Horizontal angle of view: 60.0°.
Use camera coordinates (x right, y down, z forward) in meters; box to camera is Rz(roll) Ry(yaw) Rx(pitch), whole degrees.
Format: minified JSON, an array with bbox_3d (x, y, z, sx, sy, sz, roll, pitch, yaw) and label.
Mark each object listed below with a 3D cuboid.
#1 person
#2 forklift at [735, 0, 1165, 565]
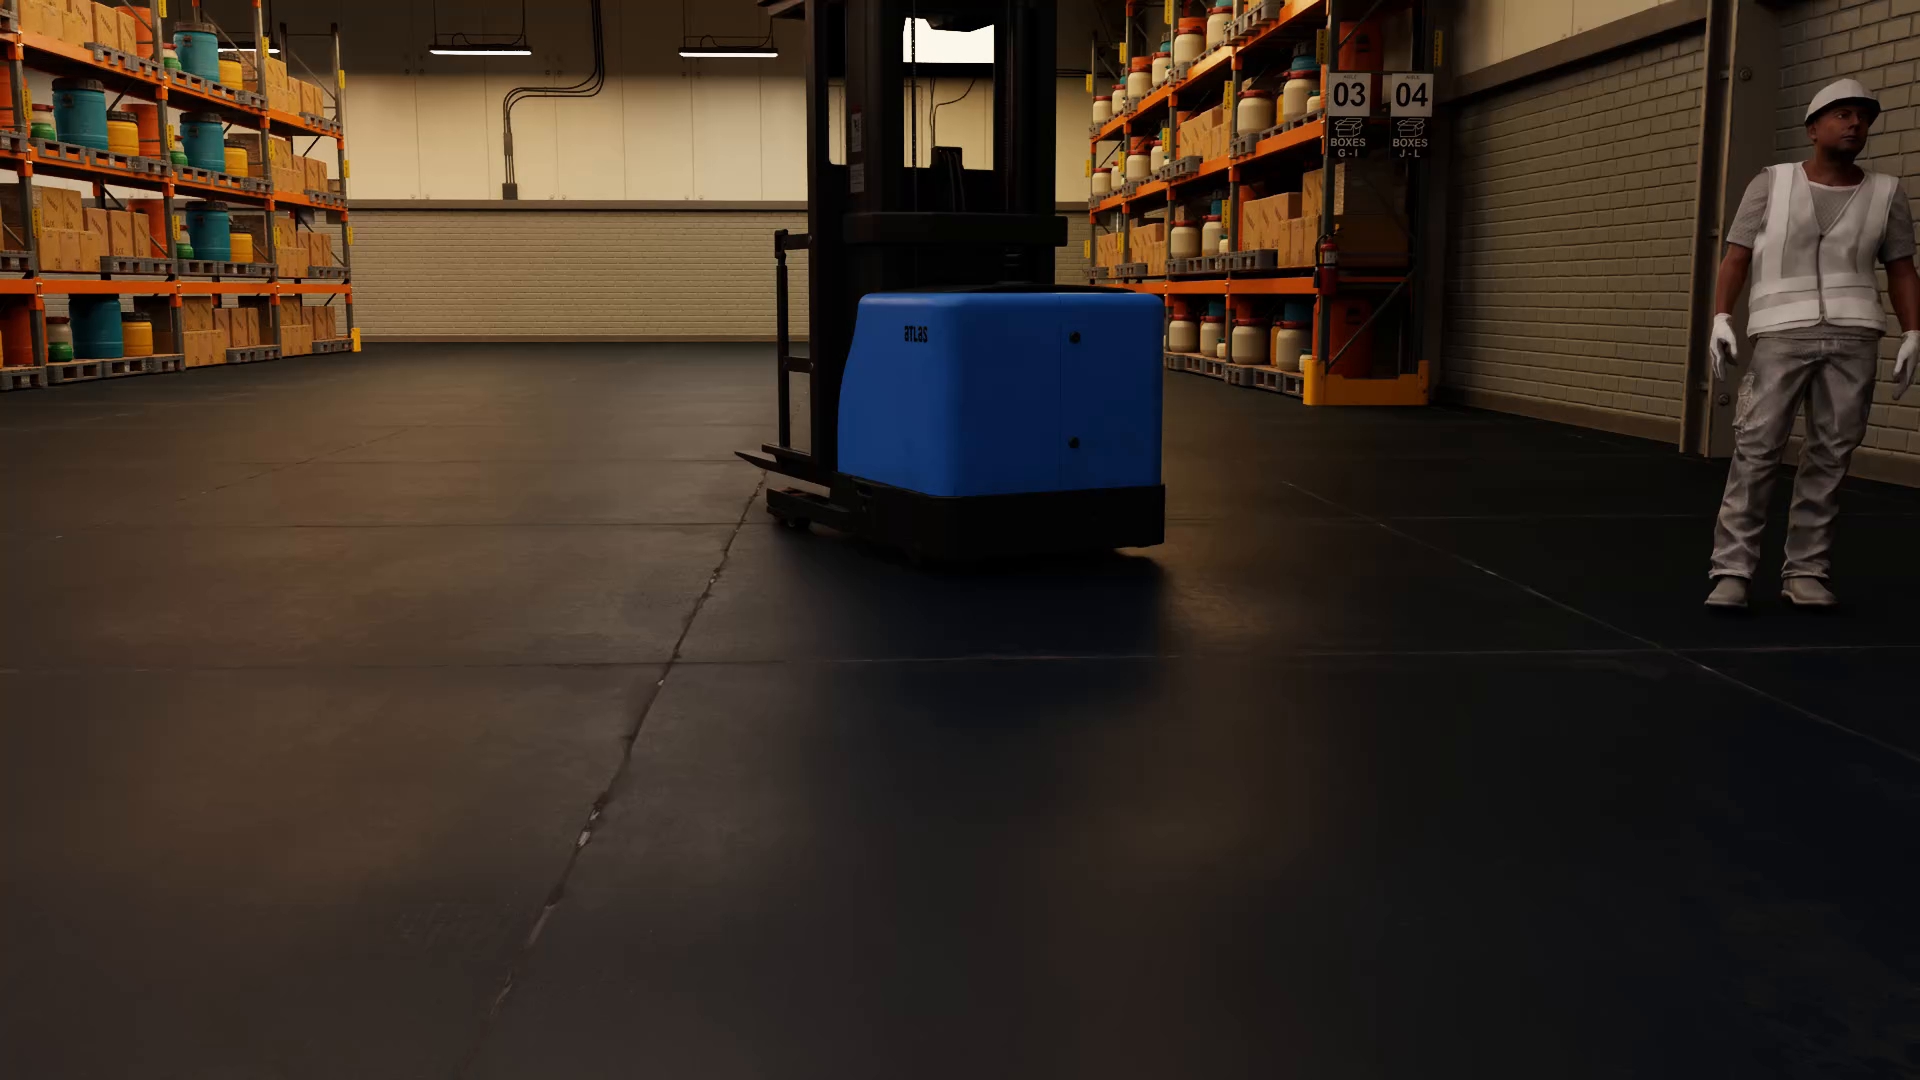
[{"bbox_3d":[2.904,-0.661,5.639,0.656,1.781,0.579,3,9,17],"label":"person"},{"bbox_3d":[-0.264,-1.530,7.637,1.130,2.935,3.031,-4,9,-25],"label":"forklift"}]
